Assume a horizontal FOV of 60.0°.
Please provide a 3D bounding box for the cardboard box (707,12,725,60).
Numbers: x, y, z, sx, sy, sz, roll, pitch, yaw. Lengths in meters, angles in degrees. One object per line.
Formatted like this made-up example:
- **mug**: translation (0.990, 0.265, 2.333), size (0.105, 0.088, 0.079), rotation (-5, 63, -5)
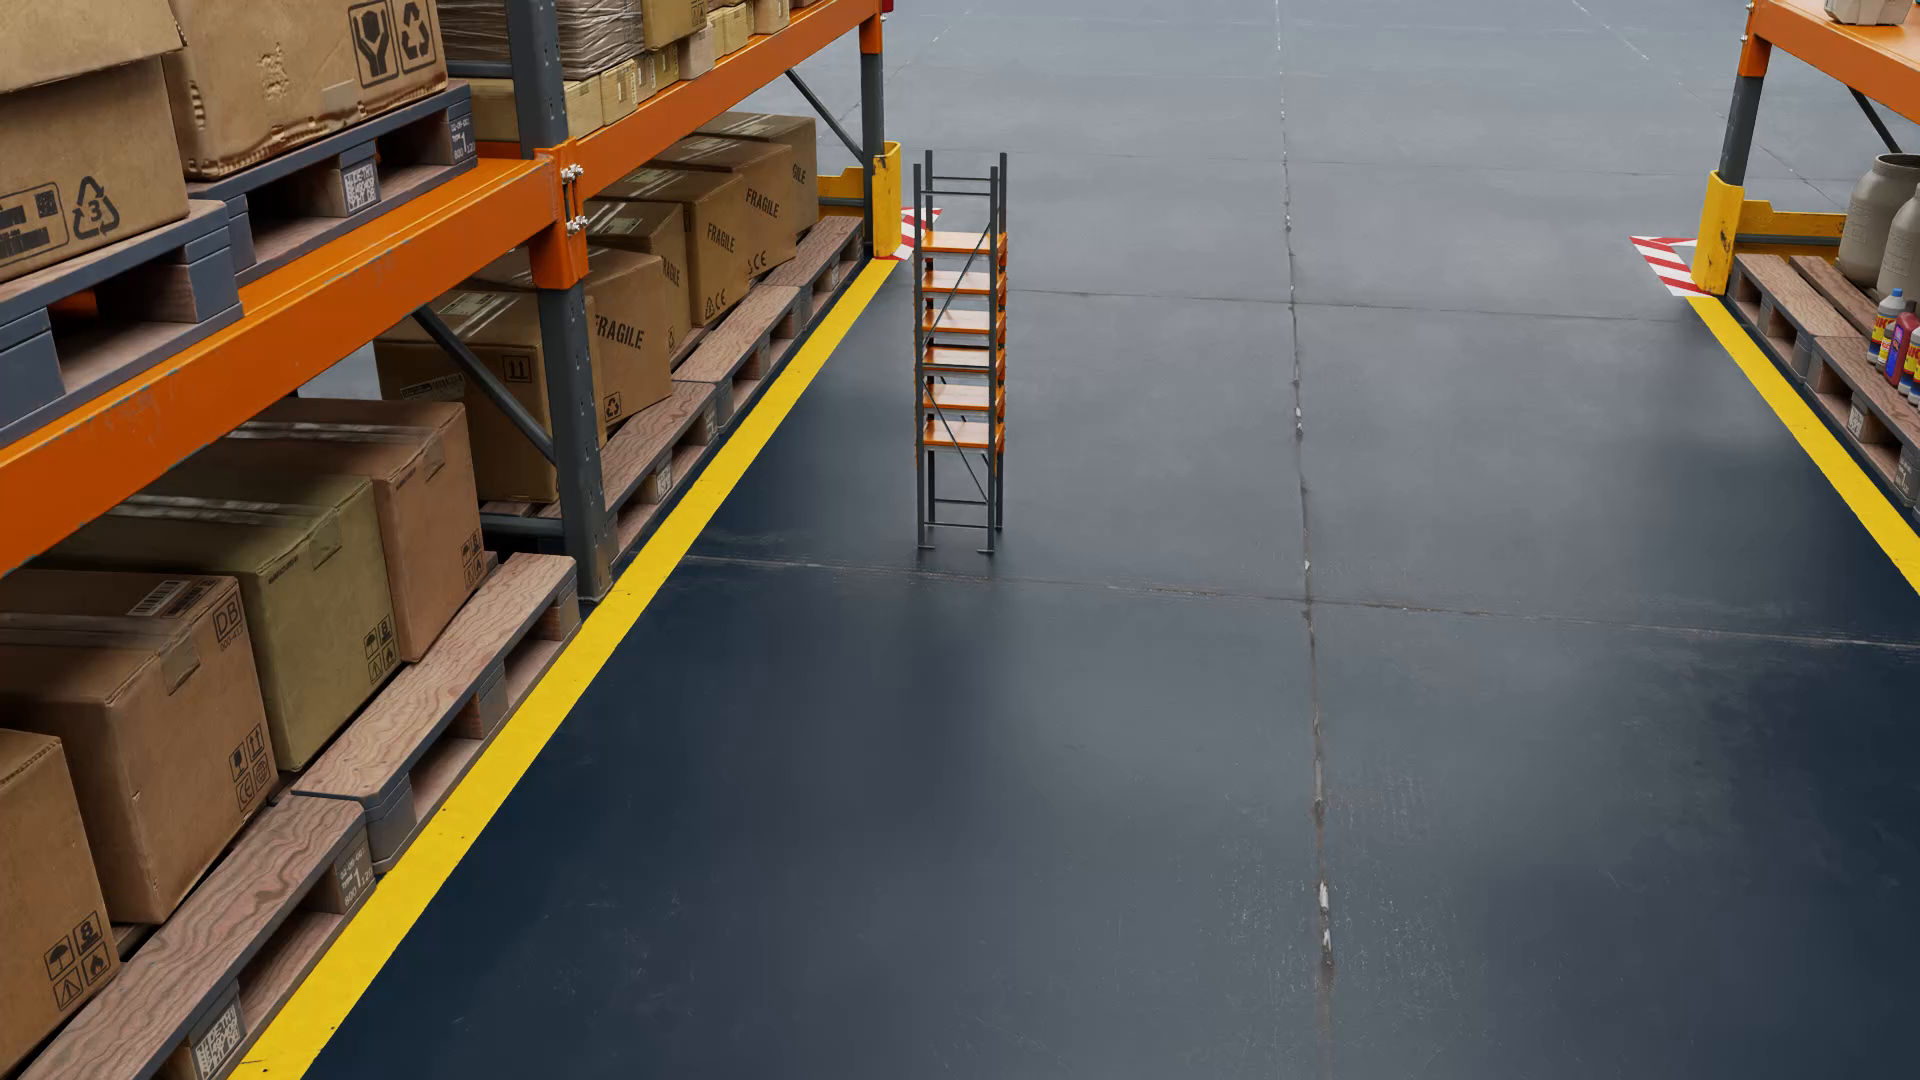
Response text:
- **cardboard box**: translation (-1.022, -1.708, 5.657), size (0.380, 0.149, 0.250), rotation (4, 25, 9)

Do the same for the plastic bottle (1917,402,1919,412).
- **plastic bottle**: translation (3.314, -0.527, 5.619), size (0.097, 0.201, 0.097), rotation (0, 25, 0)

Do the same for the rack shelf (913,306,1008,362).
- **rack shelf**: translation (0.002, -0.618, 4.977), size (0.258, 0.103, 0.180), rotation (4, 25, 9)

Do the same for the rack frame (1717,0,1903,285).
- **rack frame**: translation (4.006, -2.558, 7.177), size (1.000, 3.000, 0.127), rotation (4, 25, 9)

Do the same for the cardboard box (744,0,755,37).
- **cardboard box**: translation (-0.974, -1.920, 6.109), size (0.380, 0.149, 0.250), rotation (4, 25, 9)

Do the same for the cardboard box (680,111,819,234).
- **cardboard box**: translation (-0.999, -1.699, 7.795), size (0.500, 0.500, 0.500), rotation (9, 27, 18)

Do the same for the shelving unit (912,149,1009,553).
- **shelving unit**: translation (0.002, -0.549, 5.009), size (0.258, 1.200, 0.189), rotation (4, 25, 9)

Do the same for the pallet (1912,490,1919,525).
- **pallet**: translation (3.503, 0.100, 4.788), size (1.003, 0.211, 1.213), rotation (4, 25, 9)

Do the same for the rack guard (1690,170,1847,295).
- **rack guard**: translation (4.040, -1.391, 7.632), size (1.175, 0.500, 0.348), rotation (4, 25, 9)

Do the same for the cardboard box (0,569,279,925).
- **cardboard box**: translation (-1.843, 0.392, 3.304), size (0.700, 0.500, 0.500), rotation (2, 25, 4)

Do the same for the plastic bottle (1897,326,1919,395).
- **plastic bottle**: translation (3.346, -0.642, 5.782), size (0.097, 0.271, 0.097), rotation (0, 25, 0)

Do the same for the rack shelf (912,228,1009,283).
- **rack shelf**: translation (0.002, -0.835, 4.875), size (0.258, 0.103, 0.180), rotation (4, 25, 9)

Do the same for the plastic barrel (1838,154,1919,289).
- **plastic barrel**: translation (3.974, -1.341, 7.016), size (0.421, 0.512, 0.421), rotation (0, 25, 0)

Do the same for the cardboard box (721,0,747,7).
- **cardboard box**: translation (-1.178, -2.221, 5.988), size (0.875, 0.500, 0.500), rotation (4, 25, 9)

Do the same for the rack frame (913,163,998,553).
- **rack frame**: translation (-0.013, -0.511, 4.927), size (0.240, 1.200, 0.006), rotation (4, 25, 9)

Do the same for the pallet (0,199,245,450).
- **pallet**: translation (-1.905, -0.299, 2.577), size (1.003, 0.211, 1.213), rotation (4, 25, 9)

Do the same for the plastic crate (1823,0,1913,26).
- **plastic crate**: translation (3.542, -2.087, 6.481), size (0.298, 0.136, 0.250), rotation (4, 25, 9)

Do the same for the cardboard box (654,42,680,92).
- **cardboard box**: translation (-1.103, -1.499, 5.210), size (0.380, 0.149, 0.250), rotation (4, 25, 9)

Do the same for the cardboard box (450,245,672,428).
- **cardboard box**: translation (-1.343, -0.691, 5.641), size (0.500, 0.500, 0.500), rotation (13, 28, 25)

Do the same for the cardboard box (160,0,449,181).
- **cardboard box**: translation (-1.802, -1.368, 3.431), size (1.000, 1.000, 1.000), rotation (4, 25, 9)

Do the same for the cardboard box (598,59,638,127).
- **cardboard box**: translation (-1.148, -1.287, 4.758), size (0.380, 0.149, 0.250), rotation (4, 25, 9)

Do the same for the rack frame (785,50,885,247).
- **rack frame**: translation (-0.880, -2.901, 7.910), size (1.000, 3.000, 0.127), rotation (4, 25, 9)

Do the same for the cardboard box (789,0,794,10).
- **cardboard box**: translation (-0.893, -2.236, 6.785), size (0.380, 0.149, 0.250), rotation (4, 25, 9)

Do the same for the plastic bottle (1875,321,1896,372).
- **plastic bottle**: translation (3.385, -0.710, 6.010), size (0.097, 0.201, 0.097), rotation (0, 25, 0)

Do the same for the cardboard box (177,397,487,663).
- **cardboard box**: translation (-1.656, -0.040, 4.227), size (0.700, 0.500, 0.500), rotation (2, 25, 4)

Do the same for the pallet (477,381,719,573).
- **pallet**: translation (-1.459, -0.249, 5.532), size (1.003, 0.211, 1.213), rotation (4, 25, 9)

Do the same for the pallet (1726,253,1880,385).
- **pallet**: translation (3.902, -0.921, 6.968), size (1.003, 0.211, 1.213), rotation (4, 25, 9)

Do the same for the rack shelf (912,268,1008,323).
- **rack shelf**: translation (0.002, -0.727, 4.926), size (0.258, 0.103, 0.180), rotation (4, 25, 9)

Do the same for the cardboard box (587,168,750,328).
- **cardboard box**: translation (-1.184, -1.186, 6.700), size (0.500, 0.500, 0.500), rotation (6, 26, 13)

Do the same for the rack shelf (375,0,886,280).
- **rack shelf**: translation (-1.207, -1.739, 6.275), size (1.077, 0.370, 4.000), rotation (4, 25, 9)

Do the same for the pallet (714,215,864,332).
- **pallet**: translation (-1.060, -1.269, 7.713), size (1.003, 0.211, 1.213), rotation (4, 25, 9)

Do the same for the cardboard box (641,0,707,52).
- **cardboard box**: translation (-1.283, -1.799, 5.086), size (0.875, 0.500, 0.500), rotation (4, 25, 9)
